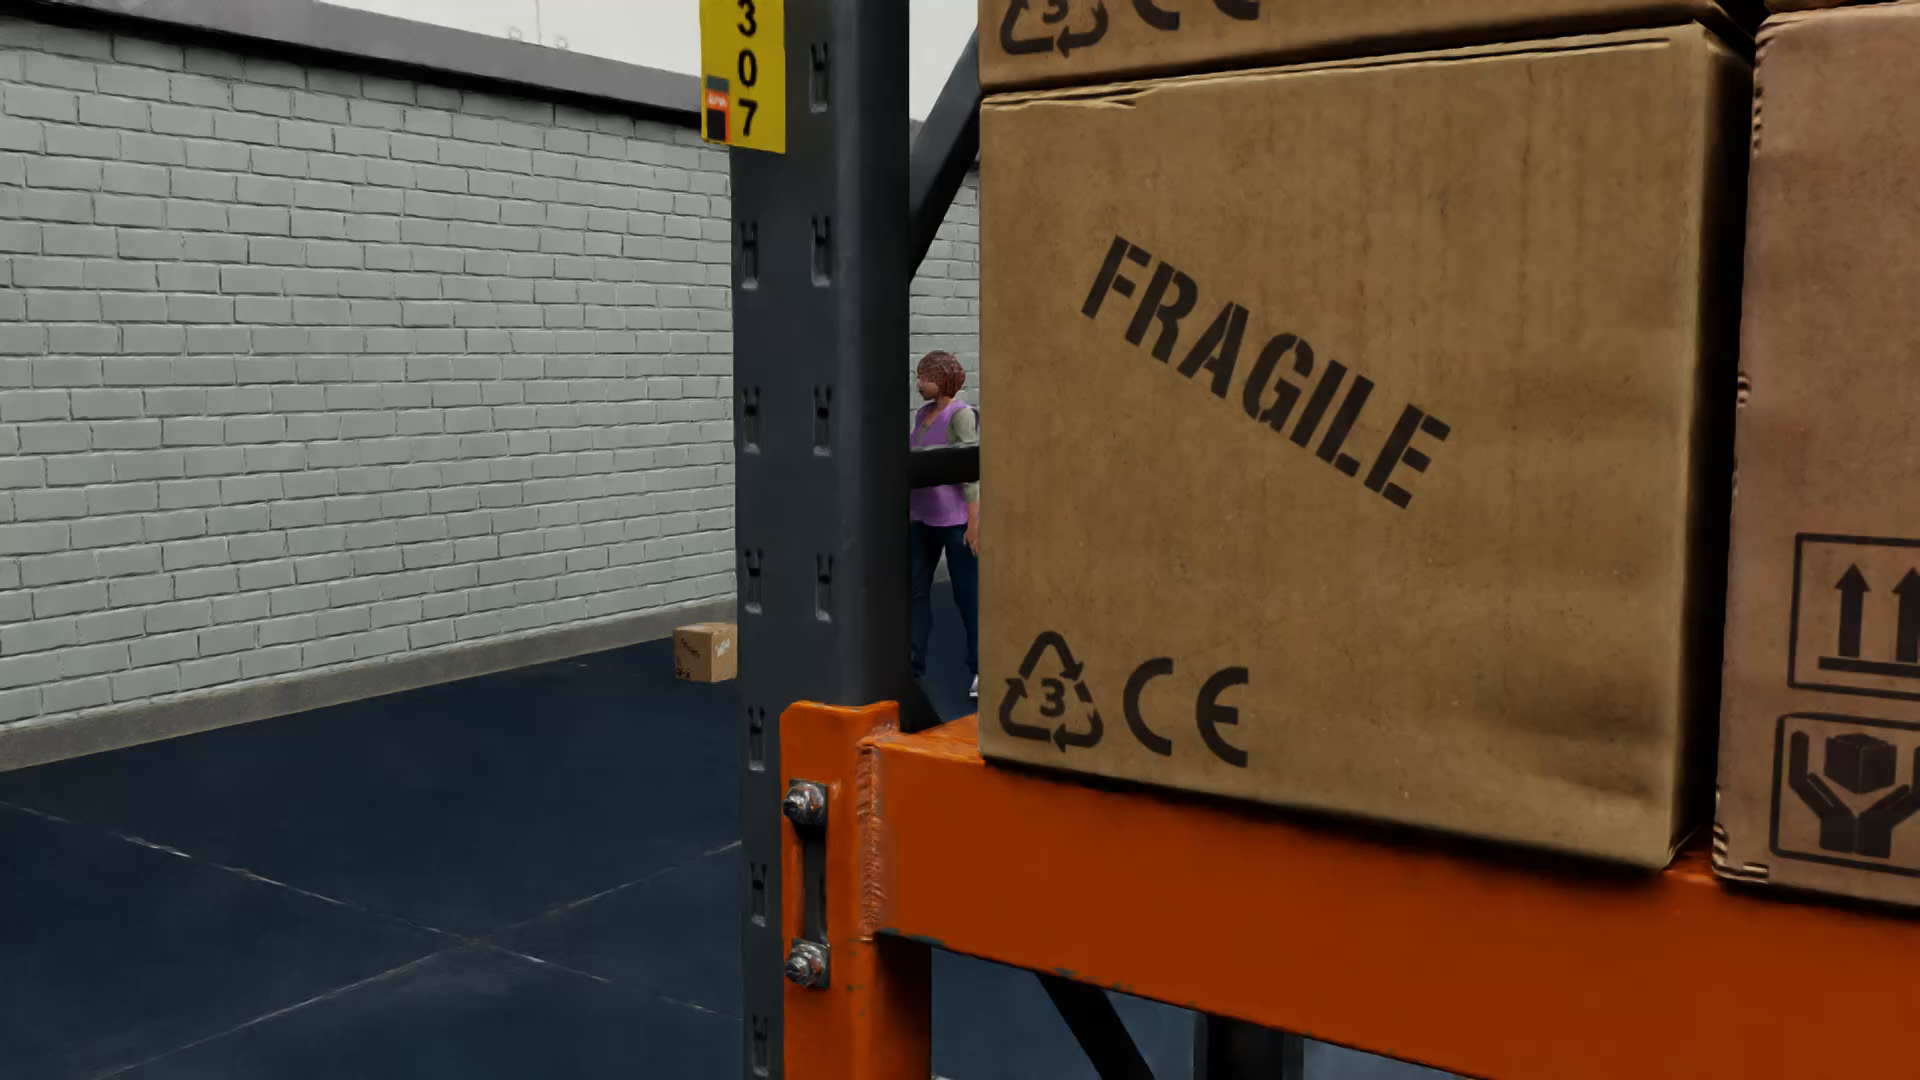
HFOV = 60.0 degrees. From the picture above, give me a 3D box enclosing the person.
[{"bbox_3d":[-0.144,-0.075,7.678,0.572,1.591,0.604,-5,9,-40],"label":"person"}]
